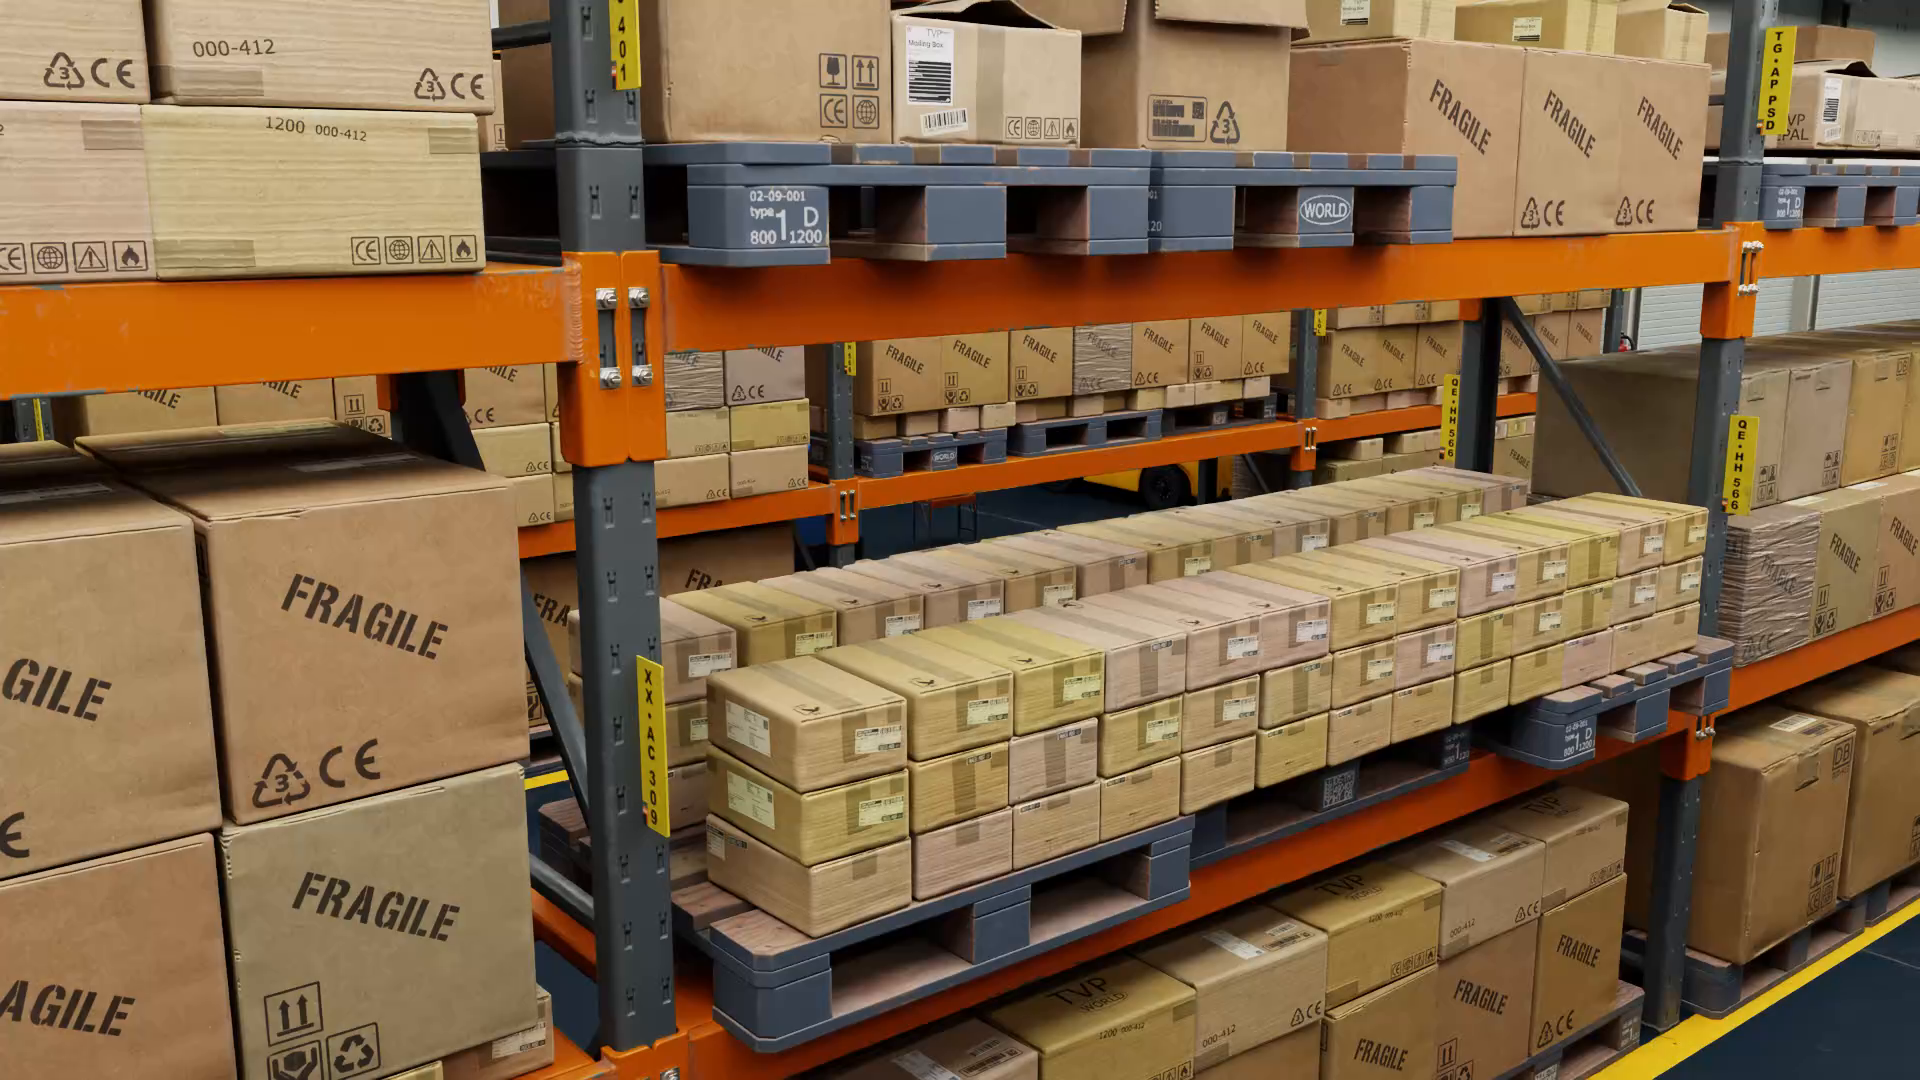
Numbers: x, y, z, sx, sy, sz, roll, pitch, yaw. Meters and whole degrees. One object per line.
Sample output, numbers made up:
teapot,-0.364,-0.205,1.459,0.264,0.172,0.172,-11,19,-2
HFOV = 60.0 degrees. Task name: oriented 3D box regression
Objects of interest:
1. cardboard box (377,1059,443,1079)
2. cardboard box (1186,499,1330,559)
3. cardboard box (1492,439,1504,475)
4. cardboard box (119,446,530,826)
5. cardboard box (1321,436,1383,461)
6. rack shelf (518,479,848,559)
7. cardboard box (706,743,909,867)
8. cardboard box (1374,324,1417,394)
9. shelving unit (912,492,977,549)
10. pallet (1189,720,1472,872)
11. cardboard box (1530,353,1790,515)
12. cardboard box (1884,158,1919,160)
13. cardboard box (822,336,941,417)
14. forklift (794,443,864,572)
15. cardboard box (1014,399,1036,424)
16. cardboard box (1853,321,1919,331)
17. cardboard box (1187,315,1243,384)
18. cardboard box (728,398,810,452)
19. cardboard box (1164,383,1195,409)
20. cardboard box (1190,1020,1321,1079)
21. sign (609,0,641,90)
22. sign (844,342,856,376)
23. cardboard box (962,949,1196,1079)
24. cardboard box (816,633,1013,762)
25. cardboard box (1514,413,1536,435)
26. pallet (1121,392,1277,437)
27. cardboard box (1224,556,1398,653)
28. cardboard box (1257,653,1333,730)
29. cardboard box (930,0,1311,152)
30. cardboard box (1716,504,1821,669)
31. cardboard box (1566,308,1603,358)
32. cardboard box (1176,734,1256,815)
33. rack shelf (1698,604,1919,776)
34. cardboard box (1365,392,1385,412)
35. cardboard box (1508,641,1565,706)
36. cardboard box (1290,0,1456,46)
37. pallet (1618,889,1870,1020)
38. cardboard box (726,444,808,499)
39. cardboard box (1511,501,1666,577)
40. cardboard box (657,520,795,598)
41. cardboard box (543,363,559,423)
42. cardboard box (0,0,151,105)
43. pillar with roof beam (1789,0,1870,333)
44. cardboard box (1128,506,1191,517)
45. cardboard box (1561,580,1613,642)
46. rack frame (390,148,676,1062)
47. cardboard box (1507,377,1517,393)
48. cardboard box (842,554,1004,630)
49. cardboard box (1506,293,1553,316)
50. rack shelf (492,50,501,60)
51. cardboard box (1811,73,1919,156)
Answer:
cardboard box,-1.118,0.963,2.976,0.250,0.149,0.380,-10,16,-39
cardboard box,0.914,-0.014,5.133,0.250,0.149,0.380,-9,15,-35
cardboard box,4.024,-0.581,13.447,0.500,0.500,0.500,-10,15,-39
cardboard box,-1.106,0.136,2.905,0.500,0.500,0.500,-10,16,-40
cardboard box,2.932,-0.697,12.433,0.250,0.149,0.380,-9,15,-37
rack shelf,-2.518,0.017,8.560,4.000,0.370,1.077,-9,15,-38
cardboard box,-0.313,0.510,3.385,0.250,0.149,0.380,-9,15,-37
cardboard box,3.063,-1.389,12.491,0.500,0.500,0.500,-10,15,-38
shelving unit,-0.129,-0.565,13.903,0.503,1.200,0.258,-9,15,-38
pallet,0.695,0.553,4.767,1.213,0.211,1.003,-9,15,-38
cardboard box,2.572,-0.399,6.140,0.500,0.500,0.700,-10,15,-38
cardboard box,4.374,-1.828,7.649,0.380,0.149,0.250,-9,15,-38
cardboard box,-0.460,-1.015,9.720,0.500,0.500,0.500,-10,16,-39
forklift,-2.208,-1.052,12.026,3.031,2.935,1.130,-9,15,-38
cardboard box,0.265,-0.825,10.385,0.250,0.149,0.380,-8,15,-34
cardboard box,4.554,-0.729,7.694,0.500,0.500,0.700,-10,15,-39
cardboard box,1.564,-1.352,11.305,0.500,0.500,0.500,-9,15,-37
cardboard box,-1.176,-0.662,9.181,0.500,0.250,0.500,-10,15,-38
cardboard box,1.346,-0.980,11.118,0.250,0.149,0.380,-9,15,-37
cardboard box,0.647,1.540,4.664,0.500,0.500,0.500,-9,15,-37
sign,-0.563,-0.919,2.769,0.005,0.325,0.100,-9,15,-38
sign,-0.607,-1.071,9.165,0.005,0.325,0.100,-9,15,-38
cardboard box,0.248,1.242,4.259,0.500,0.250,0.500,-9,15,-36
cardboard box,-0.099,0.327,3.529,0.250,0.149,0.380,-9,15,-36
cardboard box,4.583,-0.972,13.728,0.250,0.149,0.380,-9,15,-36
pallet,1.480,-0.944,11.815,1.213,0.211,1.003,-9,15,-38
cardboard box,0.904,0.161,4.312,0.250,0.149,0.380,-9,15,-36
cardboard box,0.708,0.339,4.190,0.250,0.149,0.380,-10,15,-39
cardboard box,0.380,-1.188,4.021,0.637,0.503,0.797,-10,15,-38
cardboard box,2.734,0.132,6.046,0.500,0.500,0.500,-9,15,-37
cardboard box,5.039,-1.712,14.012,0.500,0.500,0.500,-10,15,-39
cardboard box,0.492,0.521,4.048,0.250,0.149,0.380,-10,16,-40
rack shelf,3.777,0.288,7.285,4.000,0.370,1.077,-9,15,-38
cardboard box,2.967,-1.060,12.505,0.250,0.149,0.380,-10,15,-38
cardboard box,1.525,0.348,4.860,0.250,0.149,0.380,-10,15,-38
cardboard box,1.070,-1.431,4.339,0.258,0.266,0.396,-9,15,-38
pallet,2.878,1.469,6.702,1.213,0.211,1.003,-9,15,-38
cardboard box,-1.189,-0.413,9.215,0.500,0.250,0.500,-10,16,-40
cardboard box,1.921,-0.008,5.107,0.250,0.149,0.380,-10,15,-38
cardboard box,-1.547,0.316,9.526,0.875,0.875,0.875,-10,15,-38
cardboard box,-1.984,-0.892,8.459,0.500,0.500,0.500,-9,15,-38
cardboard box,-1.523,-0.757,2.410,0.500,0.250,0.500,-10,16,-40
pillar with roof beam,17.825,-7.065,25.736,0.548,9.000,9.100,-9,15,-38
cardboard box,1.759,0.035,12.058,0.625,0.372,0.950,-9,15,-37
cardboard box,1.703,0.175,4.963,0.250,0.149,0.380,-9,15,-36
rack frame,-0.908,0.714,3.544,0.127,3.000,1.000,-9,15,-38
cardboard box,4.320,-1.297,13.621,0.250,0.149,0.380,-9,15,-37
cardboard box,-0.100,0.155,4.341,0.250,0.149,0.380,-9,15,-38
cardboard box,4.294,-2.067,13.278,0.500,0.500,0.700,-10,15,-38
rack shelf,-2.498,-4.046,14.212,4.000,0.370,1.077,-9,15,-38
cardboard box,3.710,-1.673,6.526,0.500,0.311,0.500,-10,15,-39
